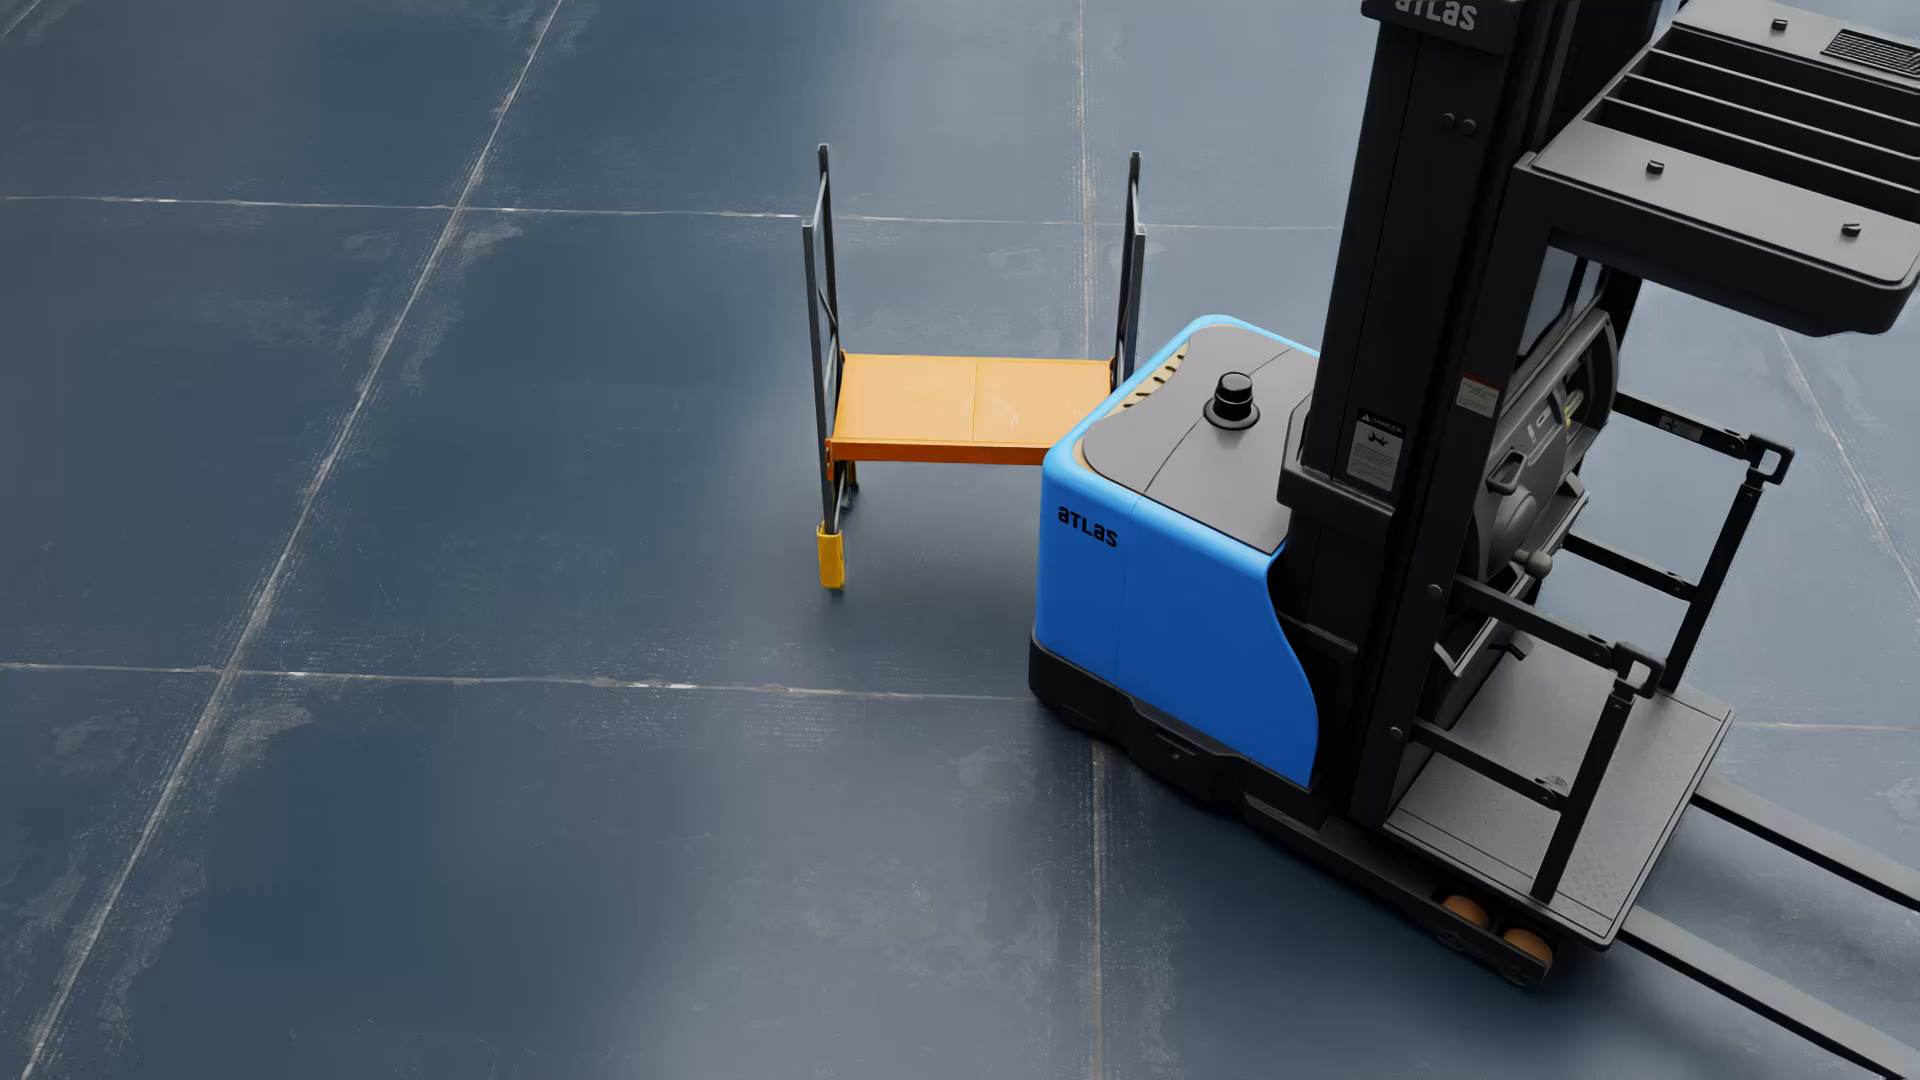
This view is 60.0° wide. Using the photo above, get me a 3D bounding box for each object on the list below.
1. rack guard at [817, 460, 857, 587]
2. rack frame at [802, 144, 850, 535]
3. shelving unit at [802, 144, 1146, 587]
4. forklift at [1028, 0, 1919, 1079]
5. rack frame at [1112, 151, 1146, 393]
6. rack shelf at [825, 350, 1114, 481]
[{"bbox_3d":[-0.455,-0.121,6.196,0.087,0.250,0.587,2,43,2],"label":"rack guard"},{"bbox_3d":[-0.456,-0.578,5.770,0.032,1.500,0.500,2,43,2],"label":"rack frame"},{"bbox_3d":[0.043,-0.563,5.754,1.083,1.500,0.587,2,43,2],"label":"shelving unit"},{"bbox_3d":[1.713,-0.190,4.303,3.031,2.935,1.130,27,49,26],"label":"forklift"},{"bbox_3d":[0.560,-0.548,5.738,0.032,1.500,0.500,2,43,2],"label":"rack frame"},{"bbox_3d":[0.052,-0.431,5.877,1.000,0.185,0.538,2,43,2],"label":"rack shelf"}]
